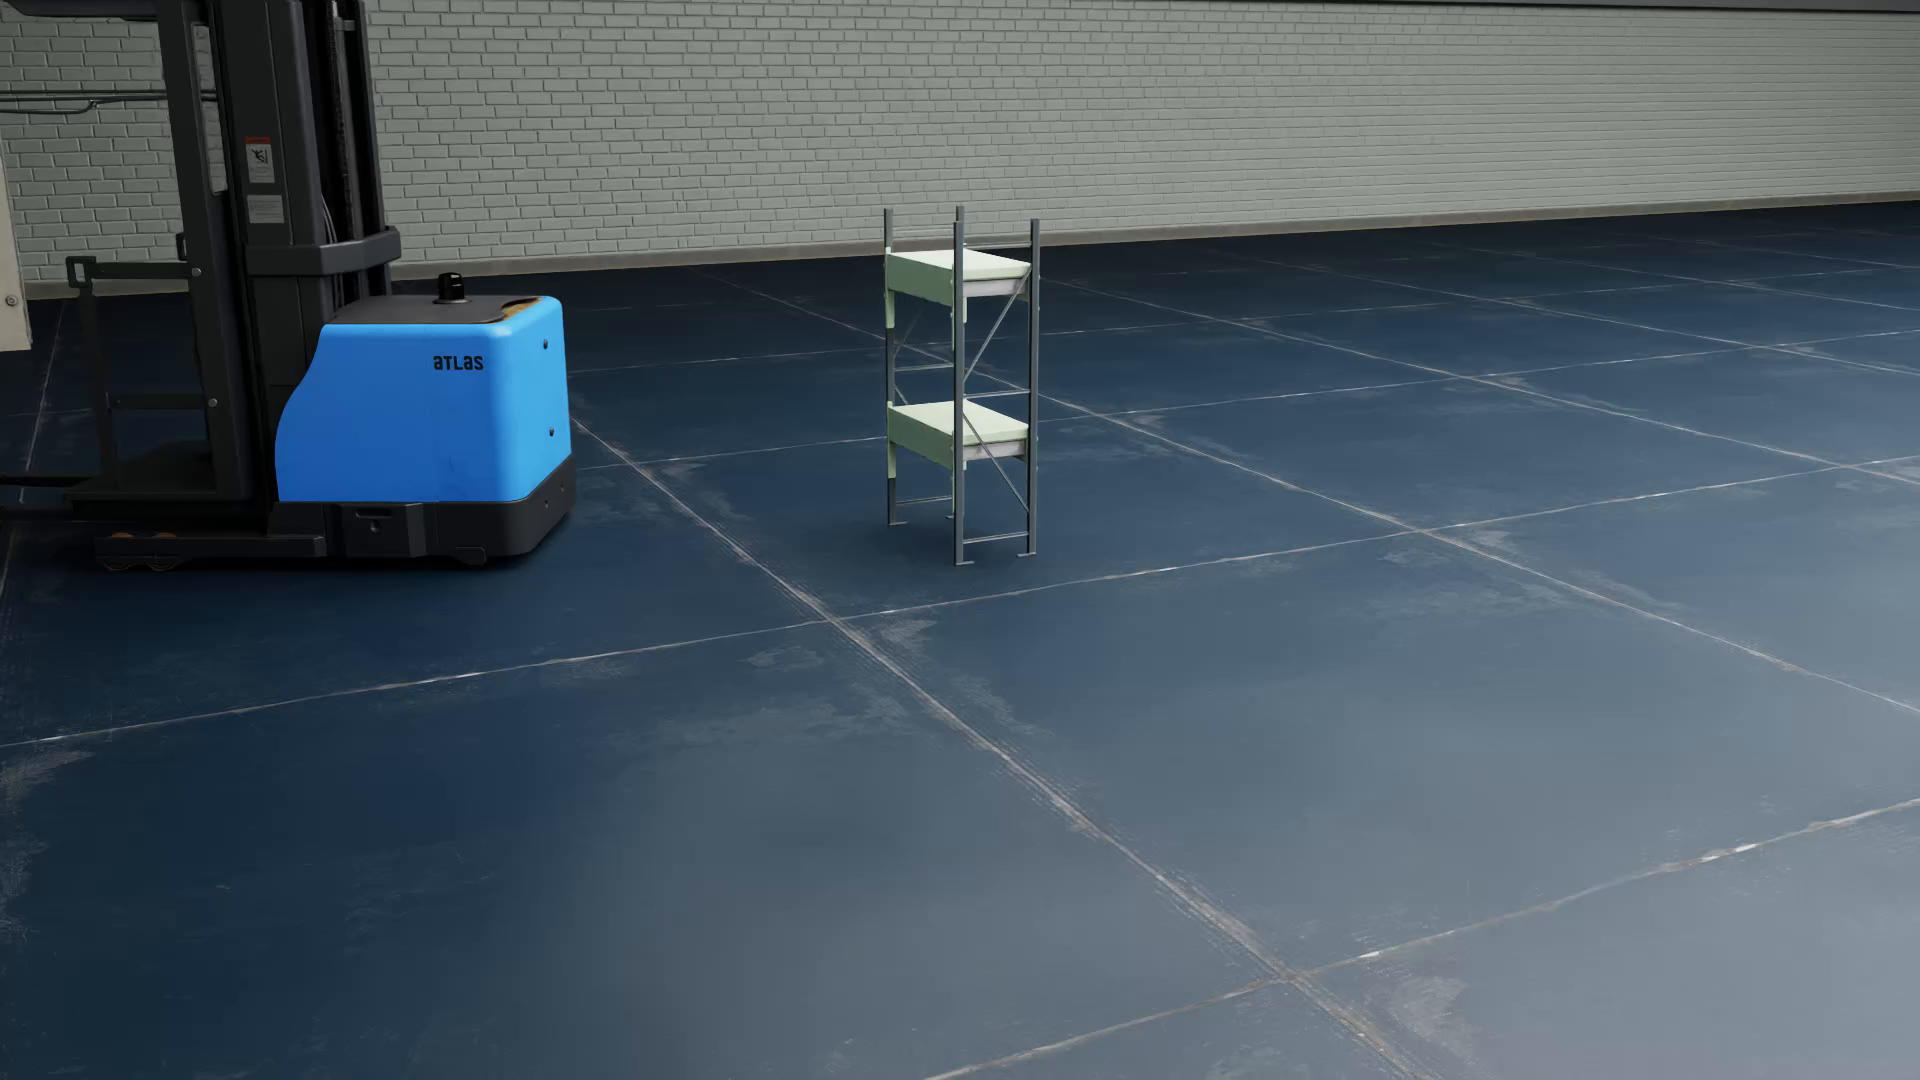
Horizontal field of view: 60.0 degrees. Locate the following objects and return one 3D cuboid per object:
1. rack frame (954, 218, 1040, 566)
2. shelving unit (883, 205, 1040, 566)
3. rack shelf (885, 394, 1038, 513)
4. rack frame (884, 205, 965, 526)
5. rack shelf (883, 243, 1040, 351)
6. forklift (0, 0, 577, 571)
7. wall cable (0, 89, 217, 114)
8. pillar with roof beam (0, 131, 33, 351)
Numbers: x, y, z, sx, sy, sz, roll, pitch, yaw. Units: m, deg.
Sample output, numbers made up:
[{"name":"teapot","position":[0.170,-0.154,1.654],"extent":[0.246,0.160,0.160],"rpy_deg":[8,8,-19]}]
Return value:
[{"name":"rack frame","position":[0.157,-0.632,7.233],"extent":[0.400,1.500,0.023],"rpy_deg":[-8,18,-25]},{"name":"shelving unit","position":[-0.003,-0.723,7.550],"extent":[0.431,1.500,0.755],"rpy_deg":[-8,18,-25]},{"name":"rack shelf","position":[-0.003,-0.409,7.639],"extent":[0.431,0.370,0.720],"rpy_deg":[-8,18,-25]},{"name":"rack frame","position":[-0.163,-0.813,7.866],"extent":[0.400,1.500,0.023],"rpy_deg":[-8,18,-25]},{"name":"rack shelf","position":[-0.003,-1.098,7.442],"extent":[0.431,0.370,0.720],"rpy_deg":[-8,18,-25]},{"name":"forklift","position":[-3.397,-1.418,7.379],"extent":[3.031,2.935,1.130],"rpy_deg":[0,16,1]},{"name":"wall cable","position":[-7.540,-5.233,15.303],"extent":[3.097,2.526,0.112],"rpy_deg":[-8,18,-25]},{"name":"pillar with roof beam","position":[-3.568,-6.356,13.585],"extent":[9.100,9.000,0.400],"rpy_deg":[-8,18,-25]}]
